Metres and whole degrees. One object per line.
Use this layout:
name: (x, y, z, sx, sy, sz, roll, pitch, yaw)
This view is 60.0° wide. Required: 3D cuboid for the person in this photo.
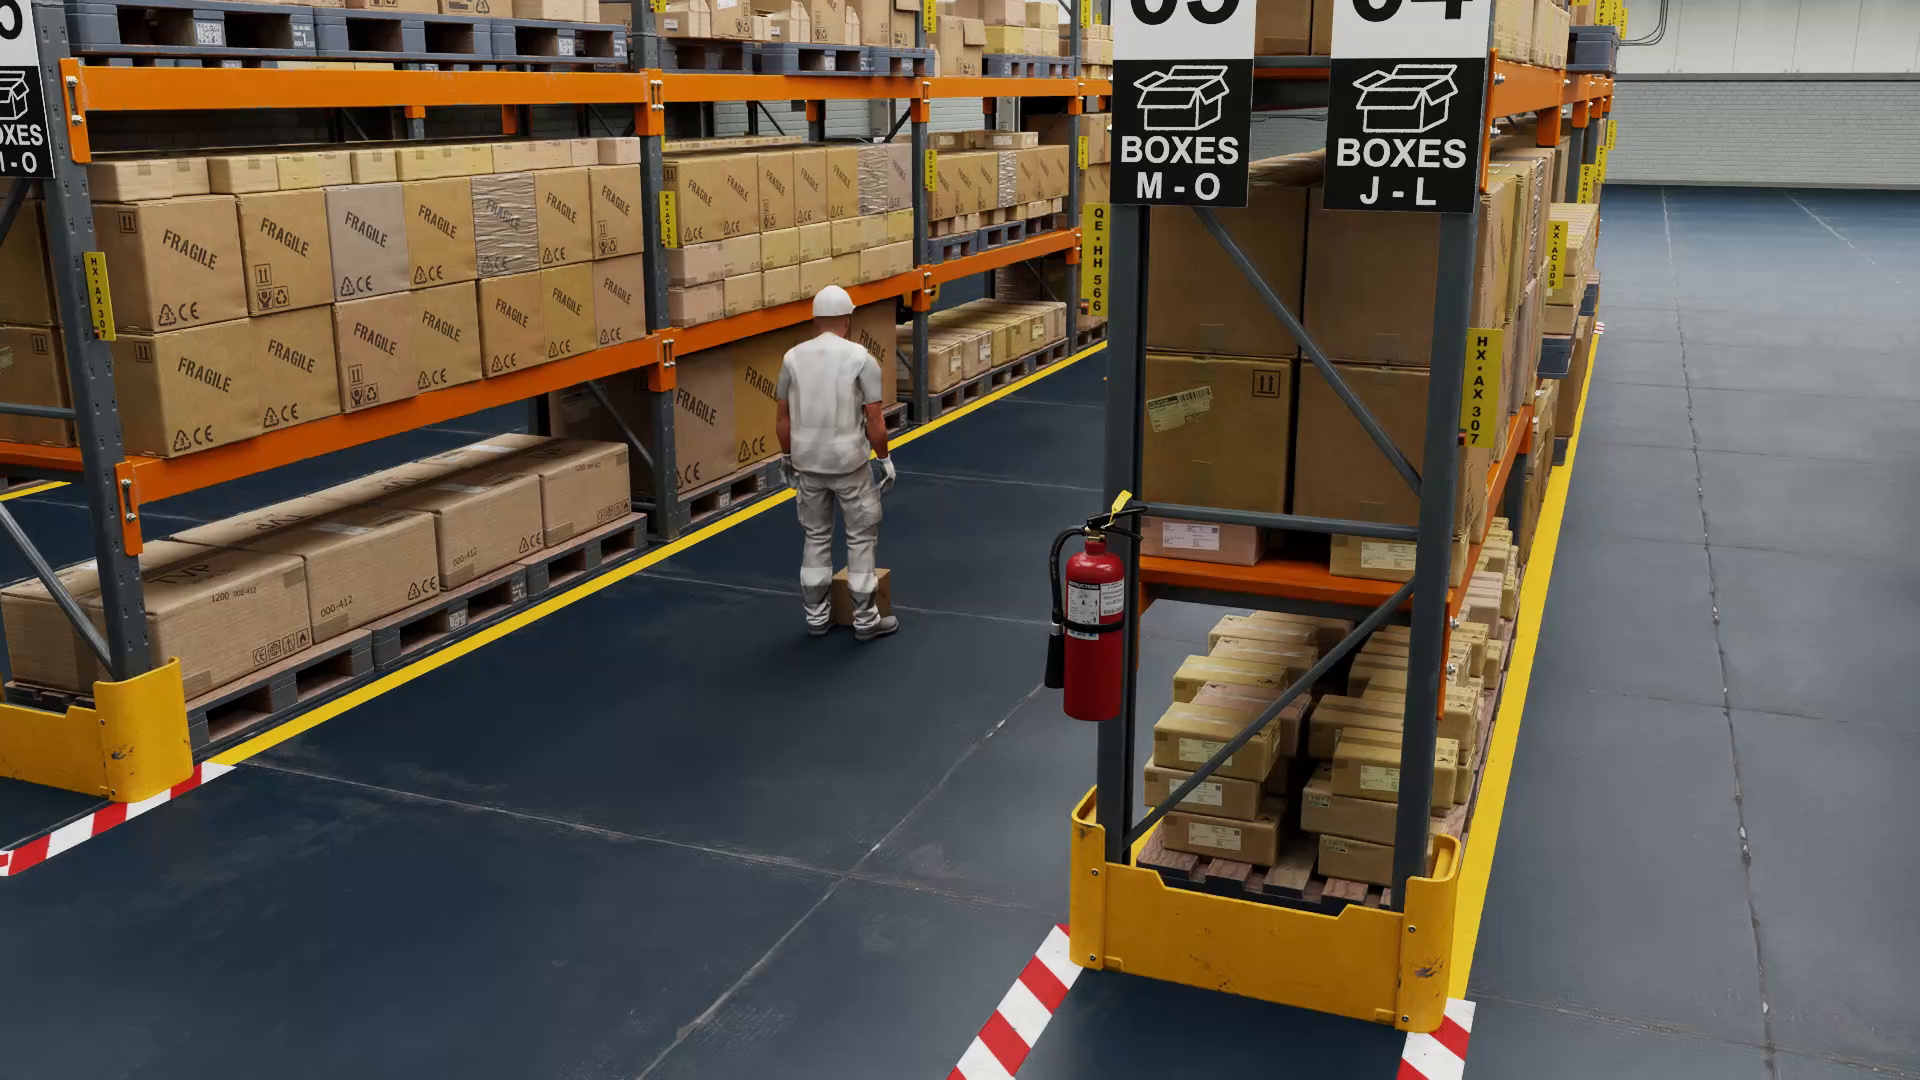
person: (-0.630, -0.384, 8.399, 0.621, 1.781, 0.445, 5, 16, 18)
